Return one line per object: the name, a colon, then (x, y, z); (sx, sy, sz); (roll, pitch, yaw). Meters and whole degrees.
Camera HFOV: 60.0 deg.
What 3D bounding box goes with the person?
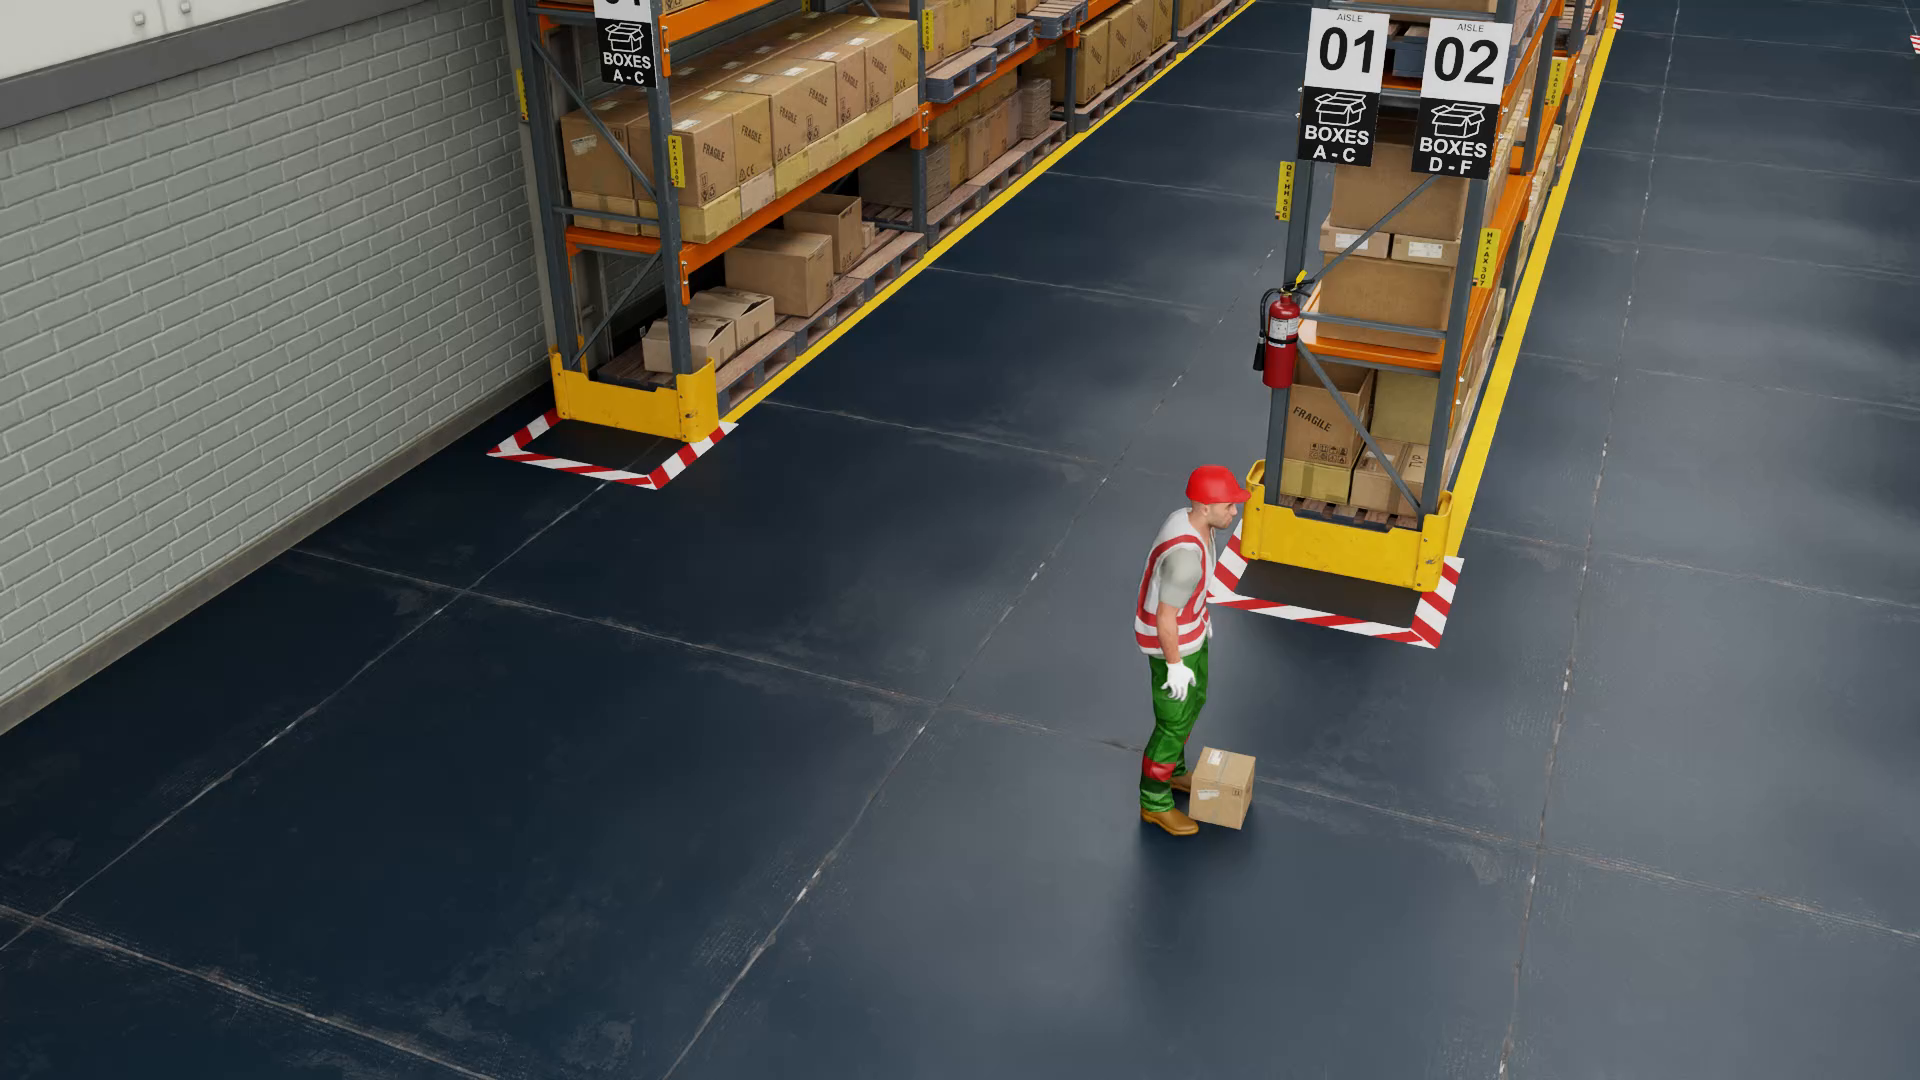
person: (1.028, 0.464, 7.562); (0.453, 1.778, 0.616); (9, 31, 16)
